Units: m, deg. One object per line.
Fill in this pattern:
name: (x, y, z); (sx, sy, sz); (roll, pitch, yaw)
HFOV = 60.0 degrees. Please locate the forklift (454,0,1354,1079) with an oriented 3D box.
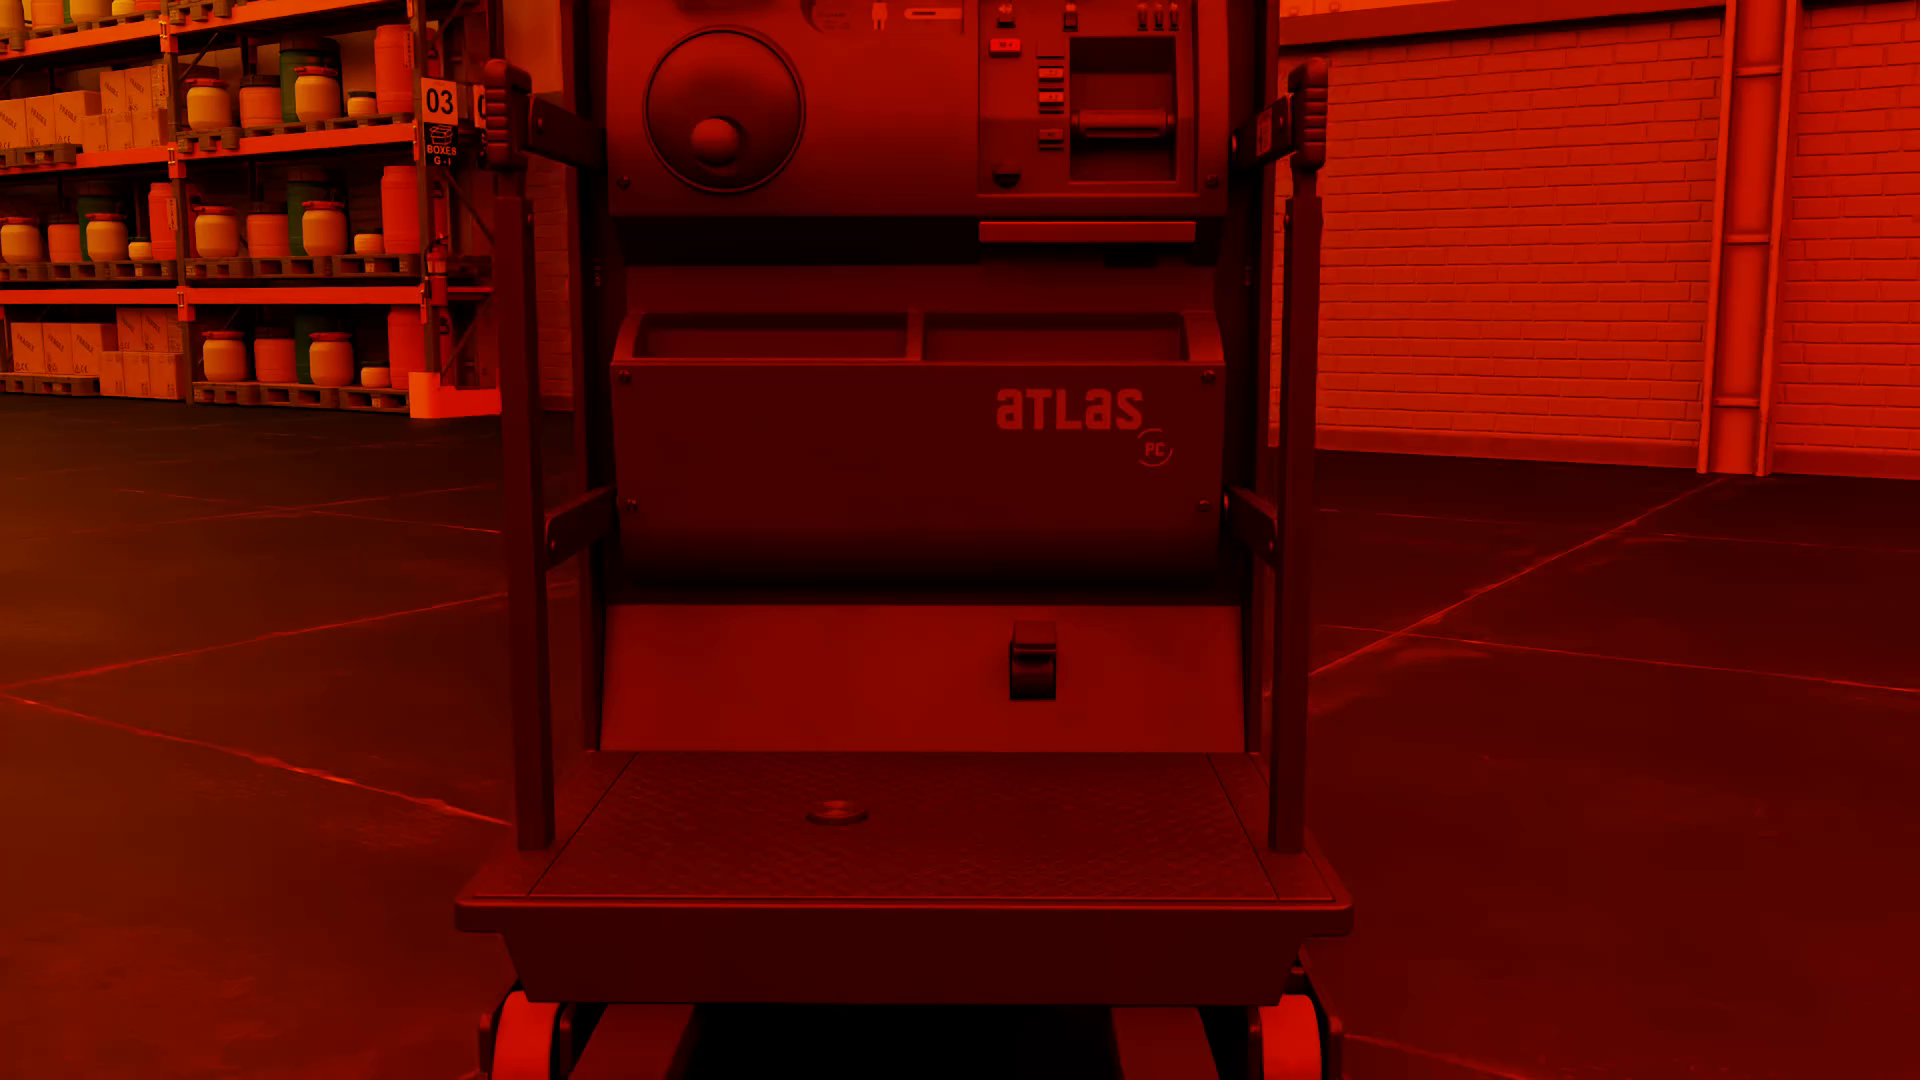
forklift: (-0.064, -0.727, 2.303); (1.130, 2.935, 3.031); (0, 8, 1)
